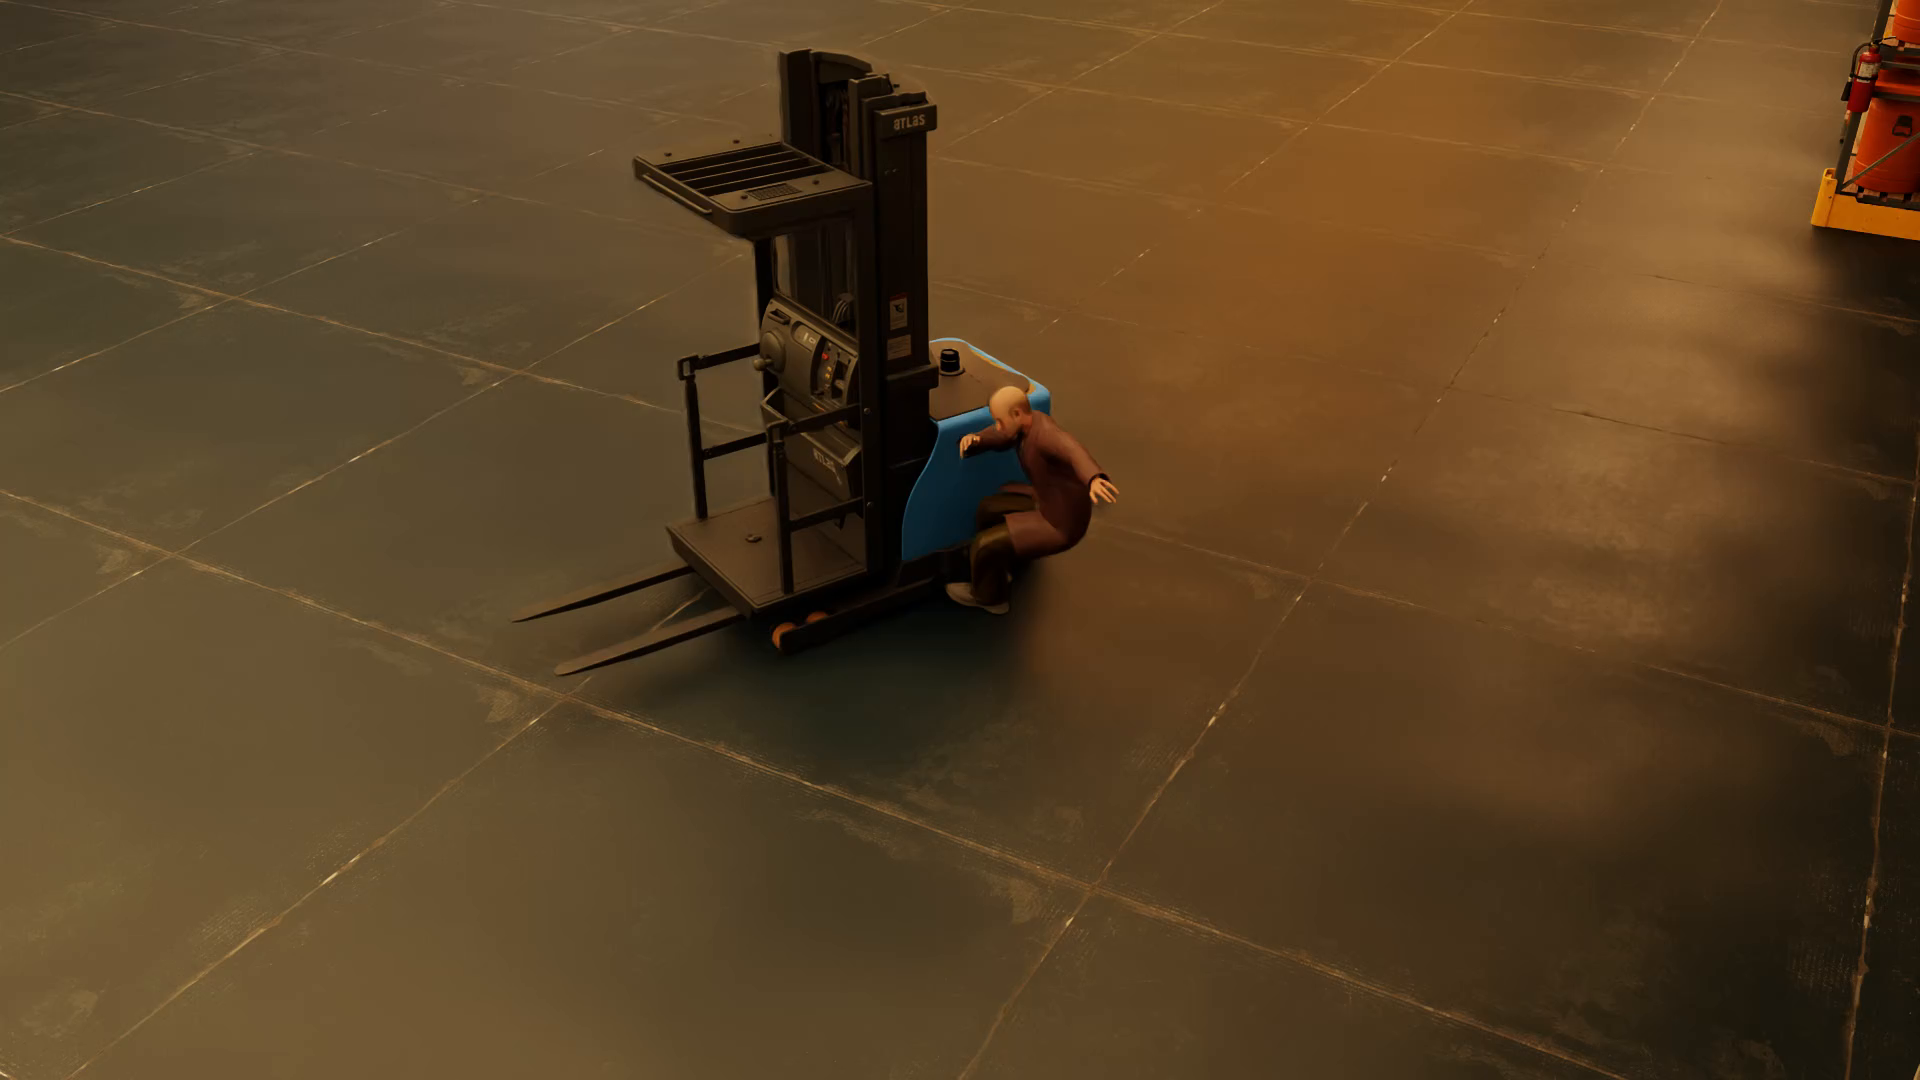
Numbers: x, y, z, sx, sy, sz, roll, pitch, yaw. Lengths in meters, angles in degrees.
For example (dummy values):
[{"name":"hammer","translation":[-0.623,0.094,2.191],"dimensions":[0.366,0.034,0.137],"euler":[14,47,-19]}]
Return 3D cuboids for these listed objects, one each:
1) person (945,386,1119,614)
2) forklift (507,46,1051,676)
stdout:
[{"name":"person","translation":[0.334,-0.073,8.755],"dimensions":[0.748,1.431,1.463],"euler":[-4,30,-7]},{"name":"forklift","translation":[-0.976,-0.960,8.734],"dimensions":[3.031,2.935,1.130],"euler":[-19,35,-30]}]
